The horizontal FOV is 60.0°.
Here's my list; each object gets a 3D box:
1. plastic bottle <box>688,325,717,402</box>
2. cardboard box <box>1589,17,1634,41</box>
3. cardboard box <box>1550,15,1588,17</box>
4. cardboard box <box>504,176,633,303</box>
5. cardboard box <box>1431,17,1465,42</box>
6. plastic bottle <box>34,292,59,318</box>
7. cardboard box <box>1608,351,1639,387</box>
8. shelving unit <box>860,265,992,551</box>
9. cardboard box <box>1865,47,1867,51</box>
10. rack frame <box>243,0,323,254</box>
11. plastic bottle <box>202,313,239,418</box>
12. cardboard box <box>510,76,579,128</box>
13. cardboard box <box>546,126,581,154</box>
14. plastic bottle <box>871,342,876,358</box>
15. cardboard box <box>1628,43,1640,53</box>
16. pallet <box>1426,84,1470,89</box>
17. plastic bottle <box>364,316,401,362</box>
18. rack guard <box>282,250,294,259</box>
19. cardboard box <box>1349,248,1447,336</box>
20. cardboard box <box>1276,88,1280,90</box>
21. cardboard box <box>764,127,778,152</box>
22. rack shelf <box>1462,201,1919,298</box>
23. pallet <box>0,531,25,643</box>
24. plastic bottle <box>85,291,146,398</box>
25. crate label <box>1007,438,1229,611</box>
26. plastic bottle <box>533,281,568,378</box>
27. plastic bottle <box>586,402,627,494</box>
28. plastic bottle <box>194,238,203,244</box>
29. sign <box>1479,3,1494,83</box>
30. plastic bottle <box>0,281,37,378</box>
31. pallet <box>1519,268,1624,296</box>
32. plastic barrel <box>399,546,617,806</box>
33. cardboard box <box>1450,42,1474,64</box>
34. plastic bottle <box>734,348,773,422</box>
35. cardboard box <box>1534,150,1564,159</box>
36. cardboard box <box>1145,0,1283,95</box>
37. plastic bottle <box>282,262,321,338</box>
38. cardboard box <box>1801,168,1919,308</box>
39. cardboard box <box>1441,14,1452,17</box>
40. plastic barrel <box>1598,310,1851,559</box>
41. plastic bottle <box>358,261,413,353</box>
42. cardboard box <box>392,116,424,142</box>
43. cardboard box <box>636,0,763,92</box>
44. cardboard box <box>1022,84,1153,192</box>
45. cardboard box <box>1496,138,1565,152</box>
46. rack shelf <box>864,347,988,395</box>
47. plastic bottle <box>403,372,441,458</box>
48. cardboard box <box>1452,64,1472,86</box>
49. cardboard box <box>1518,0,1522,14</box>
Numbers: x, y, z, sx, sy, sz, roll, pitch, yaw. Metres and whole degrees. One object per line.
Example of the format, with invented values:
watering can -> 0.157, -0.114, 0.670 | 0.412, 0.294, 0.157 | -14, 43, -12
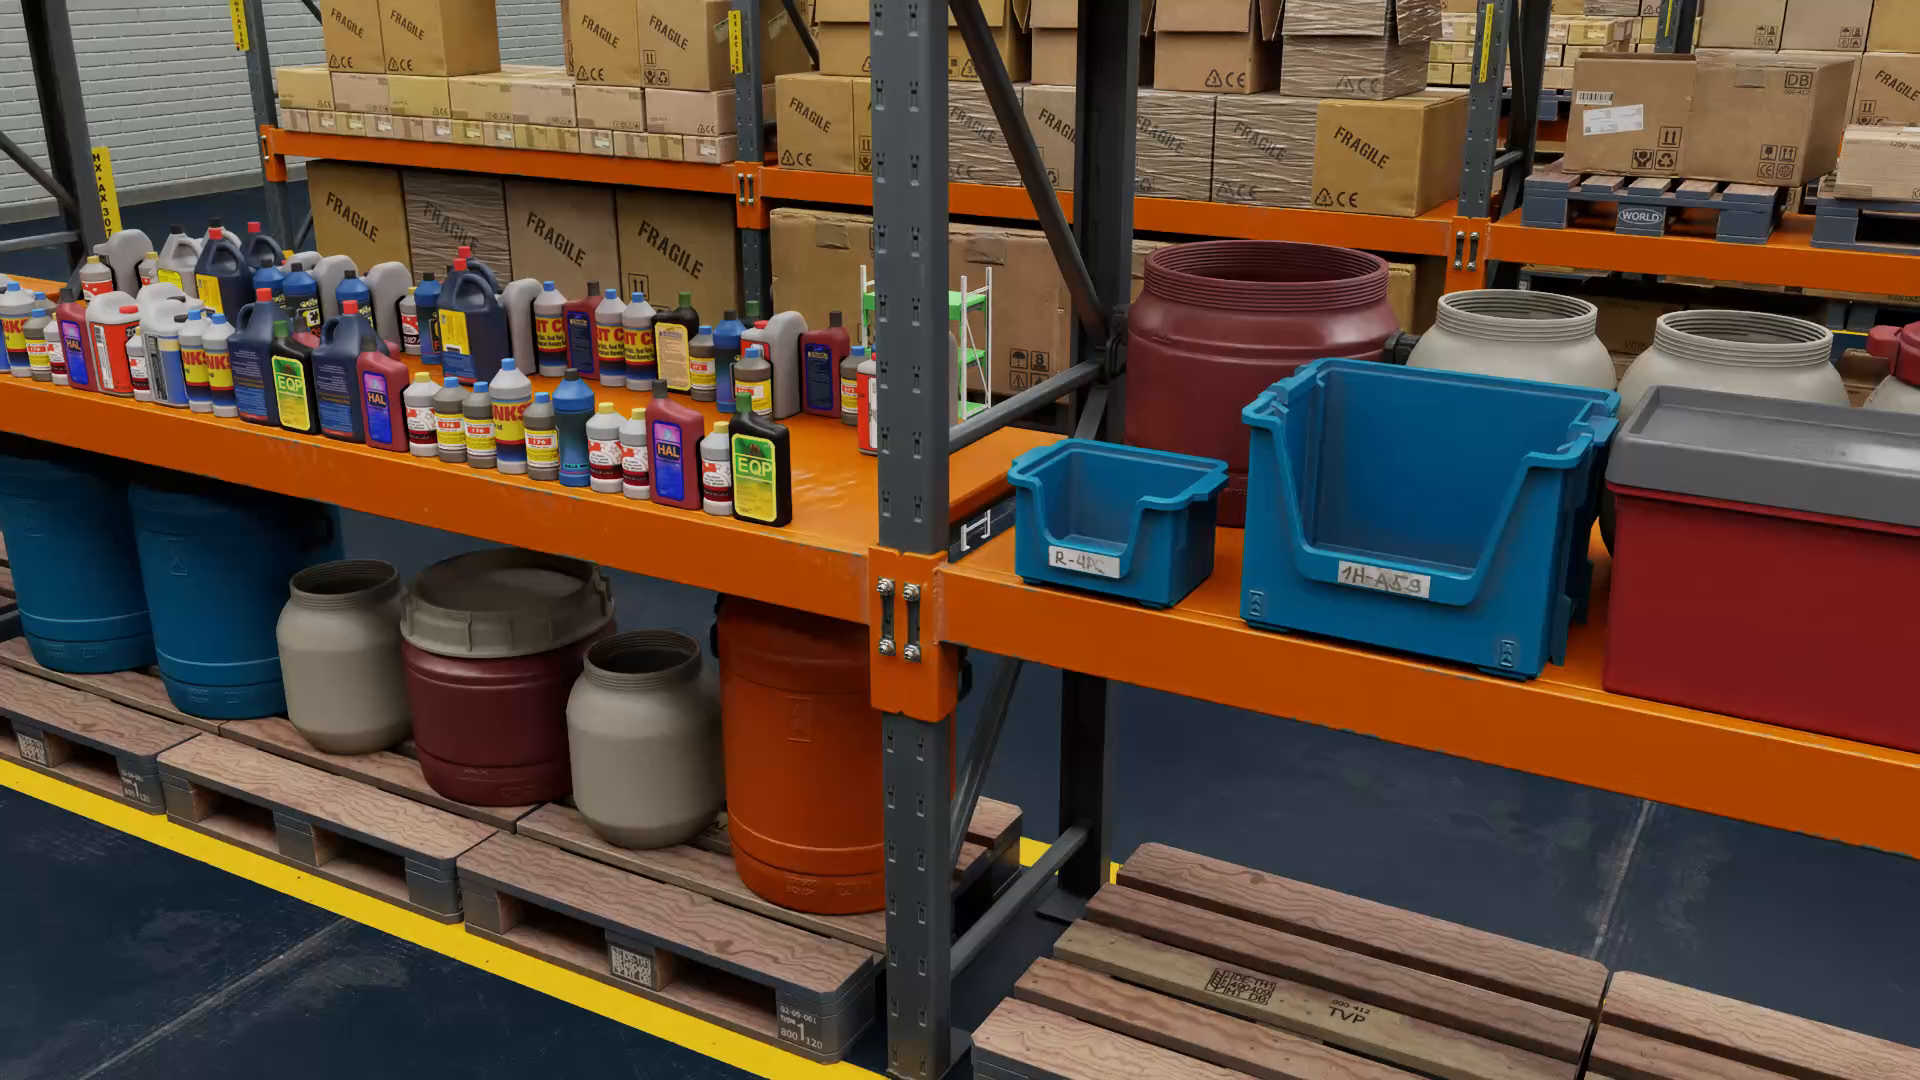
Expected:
plastic bottle -> -0.703, -0.493, 4.616 | 0.097, 0.201, 0.097 | 0, 20, 0
cardboard box -> 4.735, -3.720, 12.102 | 0.250, 0.149, 0.380 | 11, 23, 27
cardboard box -> 5.921, -5.049, 16.372 | 0.500, 0.250, 0.500 | 10, 22, 26
cardboard box -> -2.274, -1.913, 10.740 | 0.875, 0.875, 0.875 | 11, 23, 27
cardboard box -> 3.507, -3.701, 12.049 | 0.250, 0.149, 0.380 | 11, 23, 27
plastic bottle -> -2.784, -0.652, 5.056 | 0.097, 0.201, 0.097 | 0, 20, 0
cardboard box -> 3.136, -0.692, 7.895 | 0.500, 0.500, 0.700 | 10, 22, 24
shelving unit -> -0.144, -0.592, 7.236 | 0.503, 1.200, 0.258 | 11, 23, 27
cardboard box -> 6.443, -3.111, 11.397 | 0.500, 0.500, 0.500 | 10, 22, 26
rack frame -> -4.443, -3.096, 11.502 | 0.127, 3.000, 1.000 | 11, 23, 27
plastic bottle -> -1.965, -0.470, 4.450 | 0.097, 0.271, 0.097 | 0, 20, 0
cardboard box -> -2.363, -2.666, 10.099 | 0.500, 0.250, 0.500 | 11, 23, 28
cardboard box -> -2.276, -2.437, 10.054 | 0.250, 0.149, 0.380 | 11, 23, 28
plastic bottle -> -0.183, -0.427, 4.331 | 0.097, 0.271, 0.097 | 0, 20, 0
cardboard box -> 6.352, -4.733, 16.233 | 0.500, 0.250, 0.500 | 11, 23, 28
pallet -> 3.300, -3.453, 12.766 | 1.213, 0.211, 1.003 | 11, 23, 27
plastic bottle -> -1.525, -0.441, 4.352 | 0.133, 0.283, 0.061 | 11, 23, 27
rack guard -> -4.464, -1.925, 11.940 | 0.348, 0.500, 1.175 | 11, 23, 27
cardboard box -> 1.949, -1.086, 8.459 | 0.875, 0.875, 1.225 | 10, 22, 25
cardboard box -> 1.798, -2.060, 8.498 | 0.500, 0.500, 0.500 | 10, 22, 26
cardboard box -> -1.047, -2.461, 10.120 | 0.250, 0.149, 0.380 | 11, 23, 27
rack shelf -> 4.287, -1.095, 7.040 | 4.000, 0.370, 1.077 | 11, 23, 27
pallet -> -4.027, 0.243, 6.384 | 1.213, 0.211, 1.003 | 11, 23, 27
plastic bottle -> -2.340, -0.554, 4.675 | 0.135, 0.276, 0.152 | 11, 23, 27
crate label -> 0.310, -0.031, 3.298 | 0.416, 0.233, 0.303 | 11, 23, 27
plastic bottle -> -1.191, -0.619, 4.861 | 0.097, 0.271, 0.097 | 0, 20, 0
plastic bottle -> -0.814, -0.218, 3.857 | 0.097, 0.201, 0.097 | 0, 20, 0
plastic bottle -> -2.546, -0.868, 5.542 | 0.135, 0.276, 0.152 | 11, 23, 27
sign -> 2.273, -2.144, 7.180 | 0.005, 0.325, 0.100 | 11, 23, 27
plastic bottle -> -2.741, -0.618, 4.857 | 0.097, 0.271, 0.097 | 0, 20, 0
pallet -> 4.367, -2.045, 12.694 | 1.213, 0.211, 1.003 | 11, 23, 27
plastic barrel -> -1.296, 0.381, 4.837 | 0.708, 0.588, 0.600 | 11, 23, 27
cardboard box -> 3.712, -3.520, 11.987 | 0.250, 0.149, 0.380 | 11, 23, 27
plastic bottle -> -0.543, -0.403, 4.369 | 0.097, 0.201, 0.097 | 0, 20, 0
cardboard box -> 4.564, -2.787, 12.601 | 0.500, 0.250, 0.500 | 10, 22, 25
cardboard box -> 1.343, -2.520, 8.296 | 0.637, 0.503, 0.797 | 11, 23, 29
plastic bottle -> -2.033, -0.720, 5.139 | 0.097, 0.271, 0.097 | 0, 20, 0
cardboard box -> 6.301, -2.093, 11.420 | 0.750, 0.750, 1.050 | 11, 23, 28
cardboard box -> 3.591, -3.937, 12.701 | 0.250, 0.149, 0.380 | 12, 23, 29
plastic barrel -> 1.495, -0.166, 3.261 | 0.421, 0.512, 0.421 | 0, 20, 0
plastic bottle -> -1.786, -0.723, 5.143 | 0.135, 0.276, 0.152 | 11, 23, 27
cardboard box -> -3.396, -2.651, 10.642 | 0.250, 0.149, 0.380 | 10, 22, 26
cardboard box -> -1.483, -2.850, 9.507 | 0.500, 0.500, 0.500 | 12, 23, 29
cardboard box -> 0.658, -2.076, 8.543 | 0.500, 0.500, 0.500 | 11, 23, 28
cardboard box -> 6.035, -4.204, 17.056 | 0.875, 0.875, 0.875 | 11, 23, 28
rack shelf -> -0.144, -0.757, 7.176 | 0.480, 0.148, 0.258 | 11, 23, 27
plastic bottle -> -1.324, -0.315, 4.125 | 0.097, 0.201, 0.097 | 0, 20, 0
cardboard box -> 3.737, -3.377, 12.029 | 0.250, 0.149, 0.380 | 10, 22, 27
cardboard box -> 5.474, -5.495, 16.502 | 0.500, 0.500, 0.500 | 10, 22, 26
